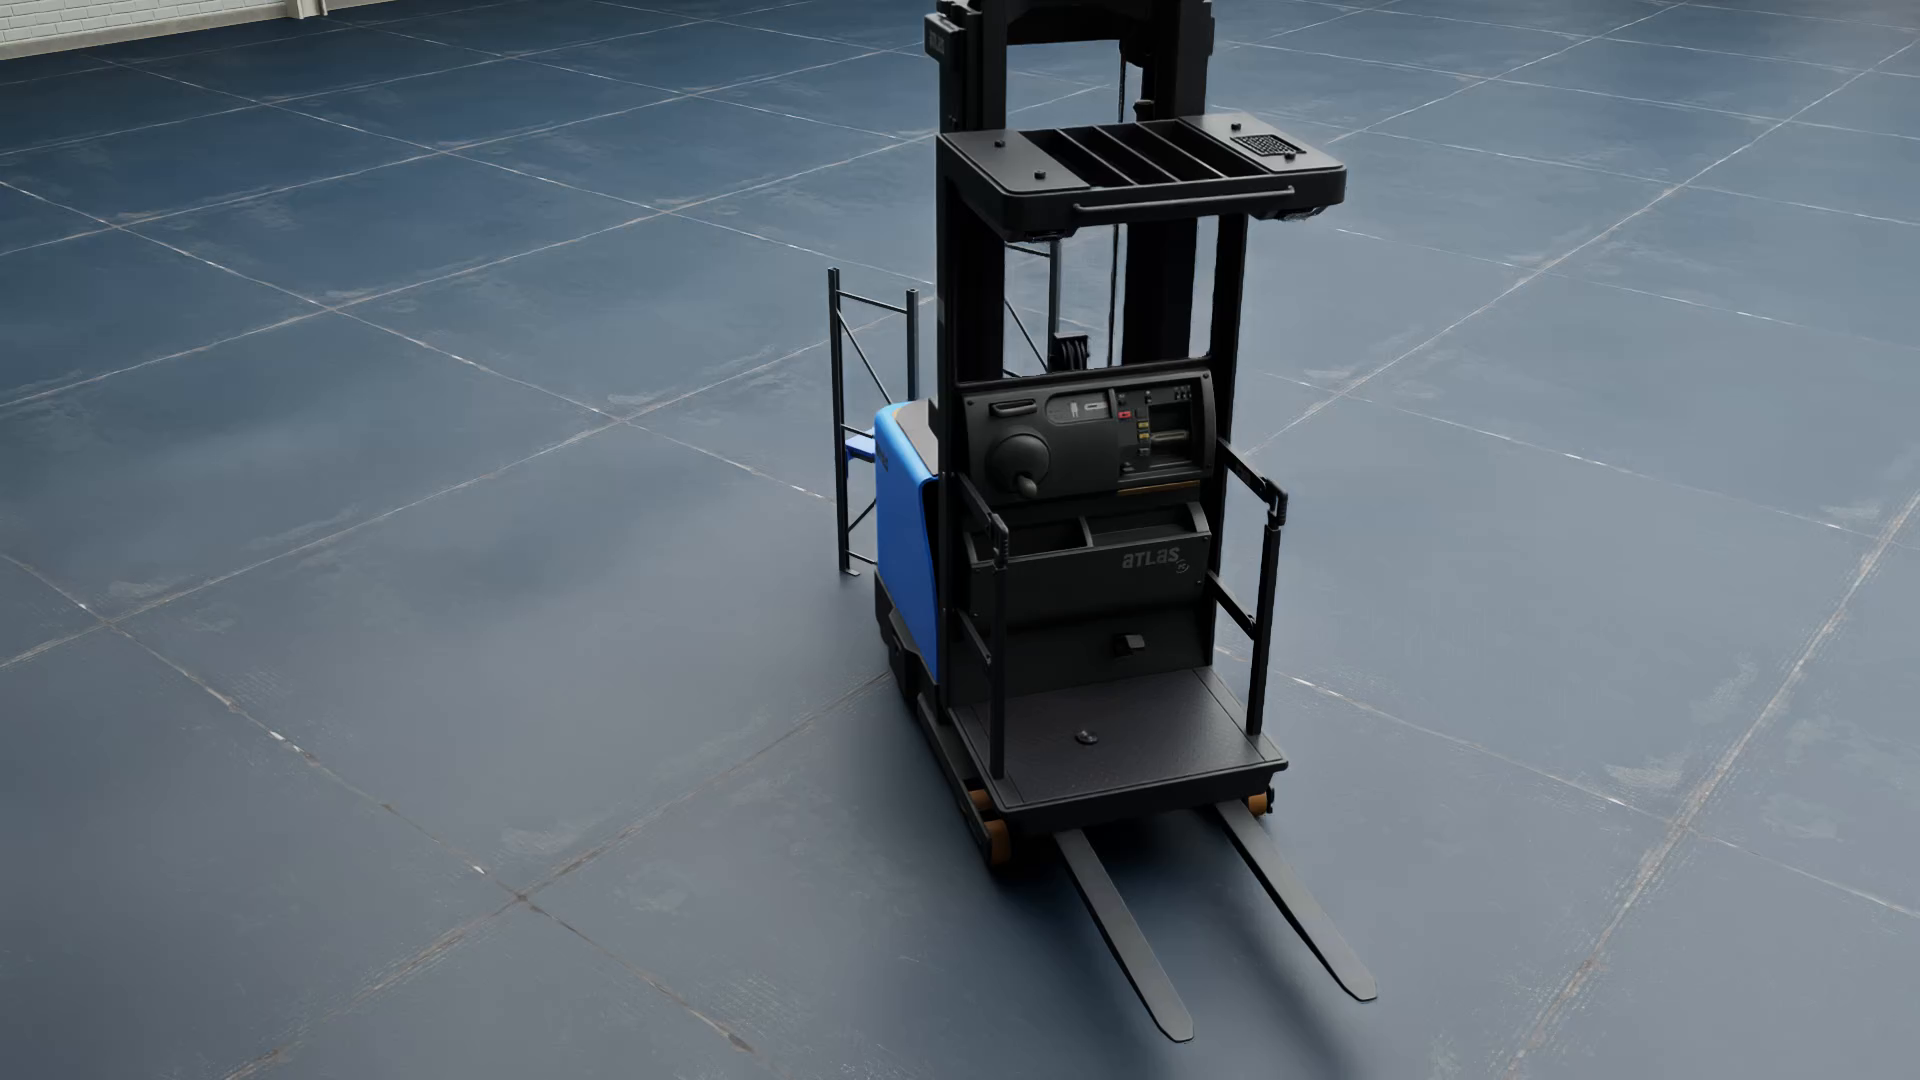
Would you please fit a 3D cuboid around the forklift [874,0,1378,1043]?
[{"bbox_3d":[0.528,-0.333,5.705,1.130,2.935,3.031,-8,28,-15],"label":"forklift"}]

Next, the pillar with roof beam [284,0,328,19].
[{"bbox_3d":[-4.974,-9.405,16.637,9.100,9.000,0.400,21,34,34],"label":"pillar with roof beam"}]

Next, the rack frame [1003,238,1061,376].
[{"bbox_3d":[0.269,-0.816,8.195,0.500,1.500,0.032,21,34,34],"label":"rack frame"}]

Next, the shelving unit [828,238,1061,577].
[{"bbox_3d":[-0.054,-0.636,7.847,0.538,1.500,1.048,21,34,34],"label":"shelving unit"}]

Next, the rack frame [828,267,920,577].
[{"bbox_3d":[-0.378,-0.456,7.499,0.500,1.500,0.032,21,34,34],"label":"rack frame"}]

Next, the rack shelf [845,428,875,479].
[{"bbox_3d":[-0.054,-0.476,7.930,0.538,0.185,1.000,21,34,34],"label":"rack shelf"}]
